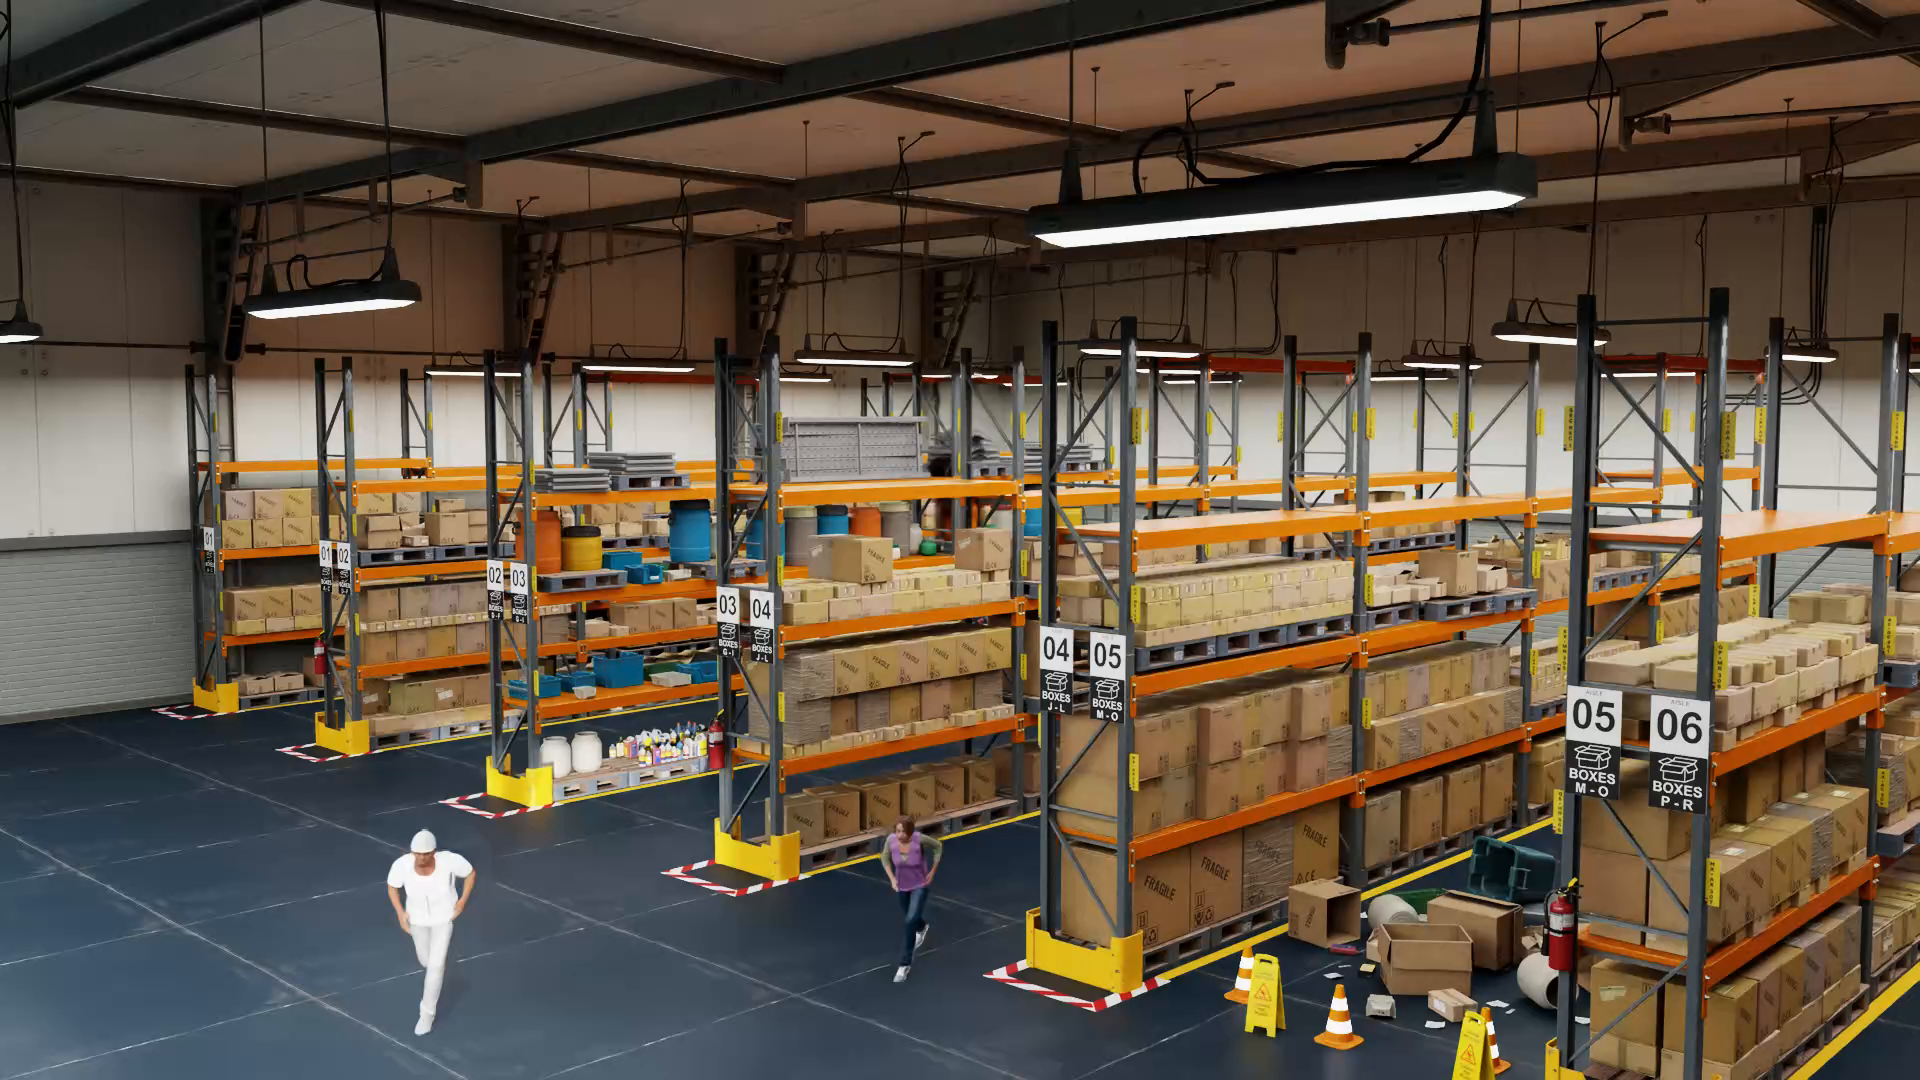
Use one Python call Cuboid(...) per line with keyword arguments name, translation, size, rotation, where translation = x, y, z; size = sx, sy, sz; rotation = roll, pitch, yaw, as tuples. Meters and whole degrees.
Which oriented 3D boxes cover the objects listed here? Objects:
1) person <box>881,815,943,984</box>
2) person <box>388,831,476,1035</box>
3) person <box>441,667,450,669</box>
Cuboid(name="person", translation=(-0.427, 3.295, 15.455), size=(0.573, 1.432, 0.907), rotation=(1, 4, 10))
Cuboid(name="person", translation=(-4.505, 3.252, 14.225), size=(0.720, 1.713, 1.021), rotation=(-1, 4, -13))
Cuboid(name="person", translation=(-9.057, 2.031, 29.409), size=(0.672, 1.842, 0.902), rotation=(2, 5, 22))
